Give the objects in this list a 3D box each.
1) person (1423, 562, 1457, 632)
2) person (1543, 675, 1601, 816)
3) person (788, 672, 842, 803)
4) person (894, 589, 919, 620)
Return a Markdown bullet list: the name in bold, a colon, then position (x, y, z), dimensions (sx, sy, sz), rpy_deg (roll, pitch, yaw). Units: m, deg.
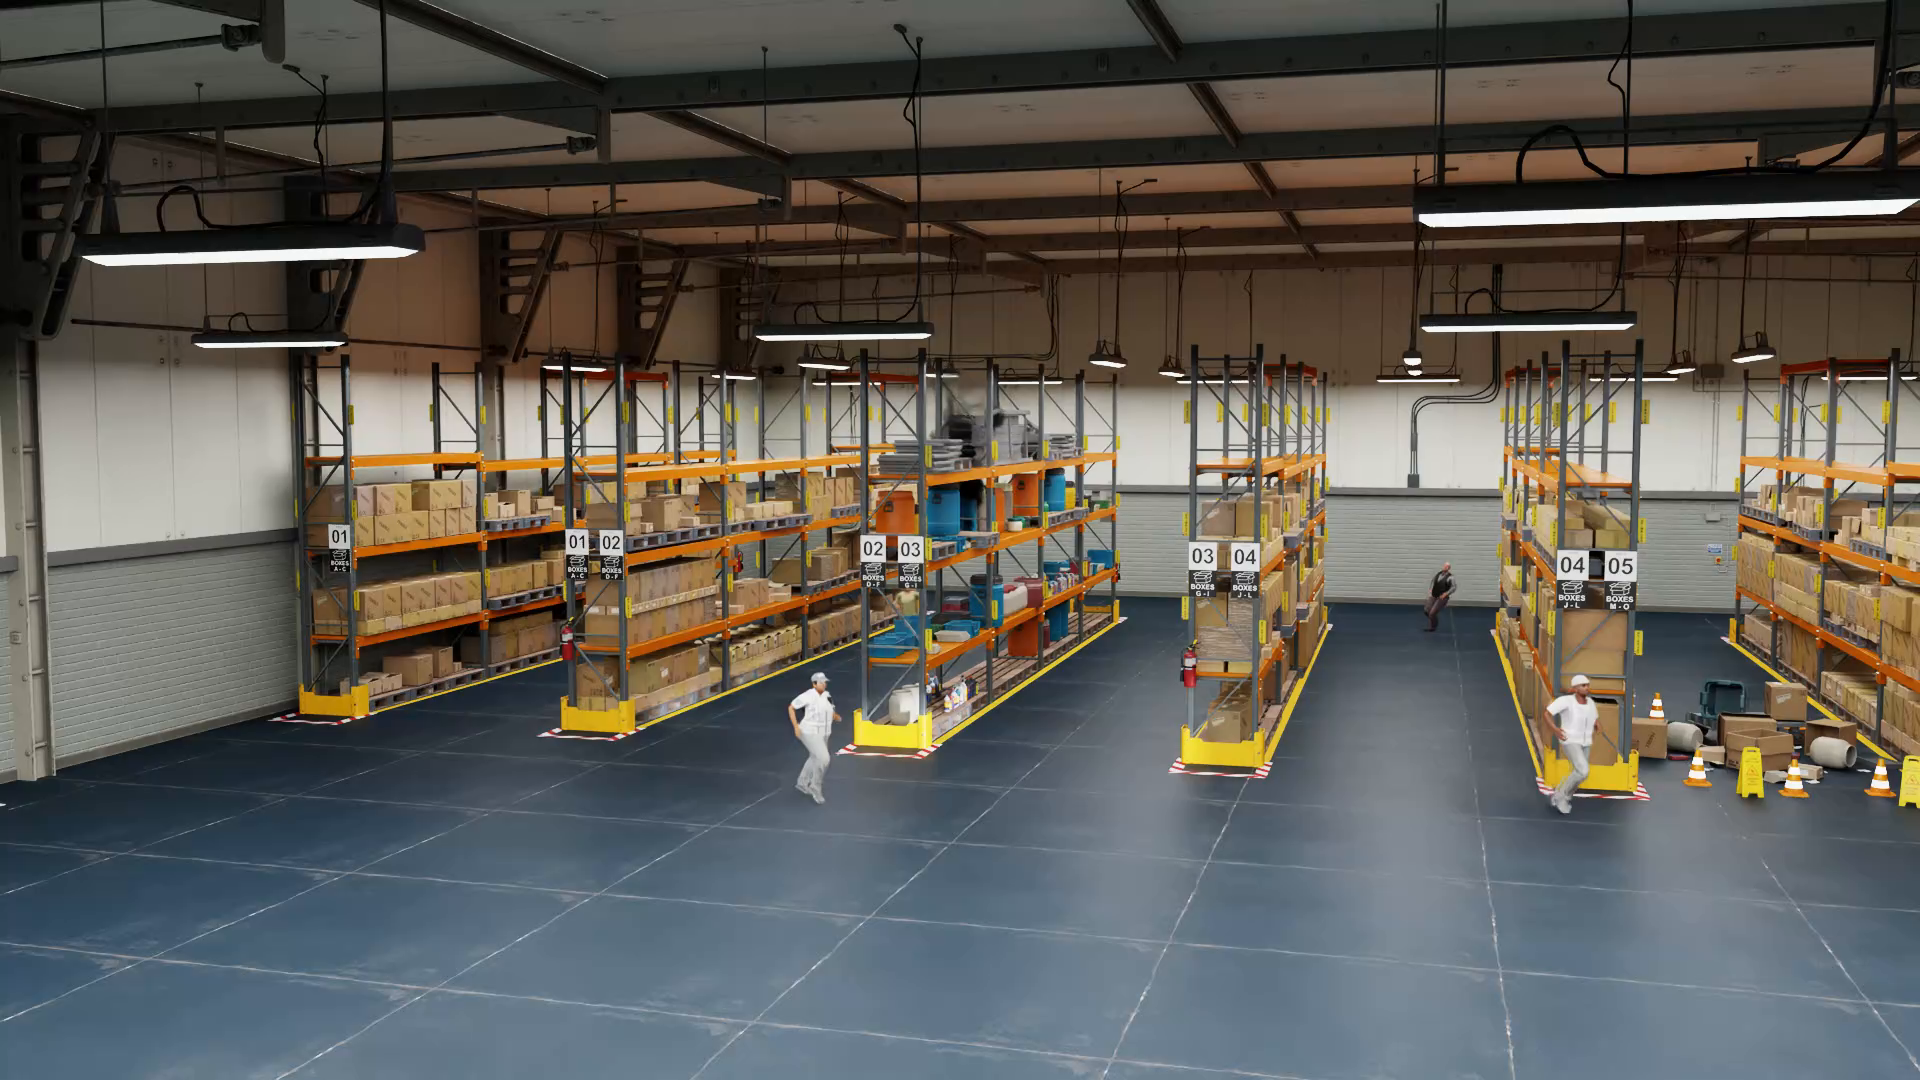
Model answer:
- **person**: position (11.004, 1.324, 38.203), dimensions (0.529, 1.638, 0.722), rpy_deg (-3, 5, -33)
- **person**: position (7.750, 2.565, 20.883), dimensions (0.729, 1.757, 0.612), rpy_deg (-2, 5, -25)
- **person**: position (-1.861, 2.563, 21.618), dimensions (0.796, 1.705, 0.570), rpy_deg (3, 5, 35)
- **person**: position (-1.057, 1.594, 33.723), dimensions (0.563, 1.632, 0.859), rpy_deg (1, 4, 10)
